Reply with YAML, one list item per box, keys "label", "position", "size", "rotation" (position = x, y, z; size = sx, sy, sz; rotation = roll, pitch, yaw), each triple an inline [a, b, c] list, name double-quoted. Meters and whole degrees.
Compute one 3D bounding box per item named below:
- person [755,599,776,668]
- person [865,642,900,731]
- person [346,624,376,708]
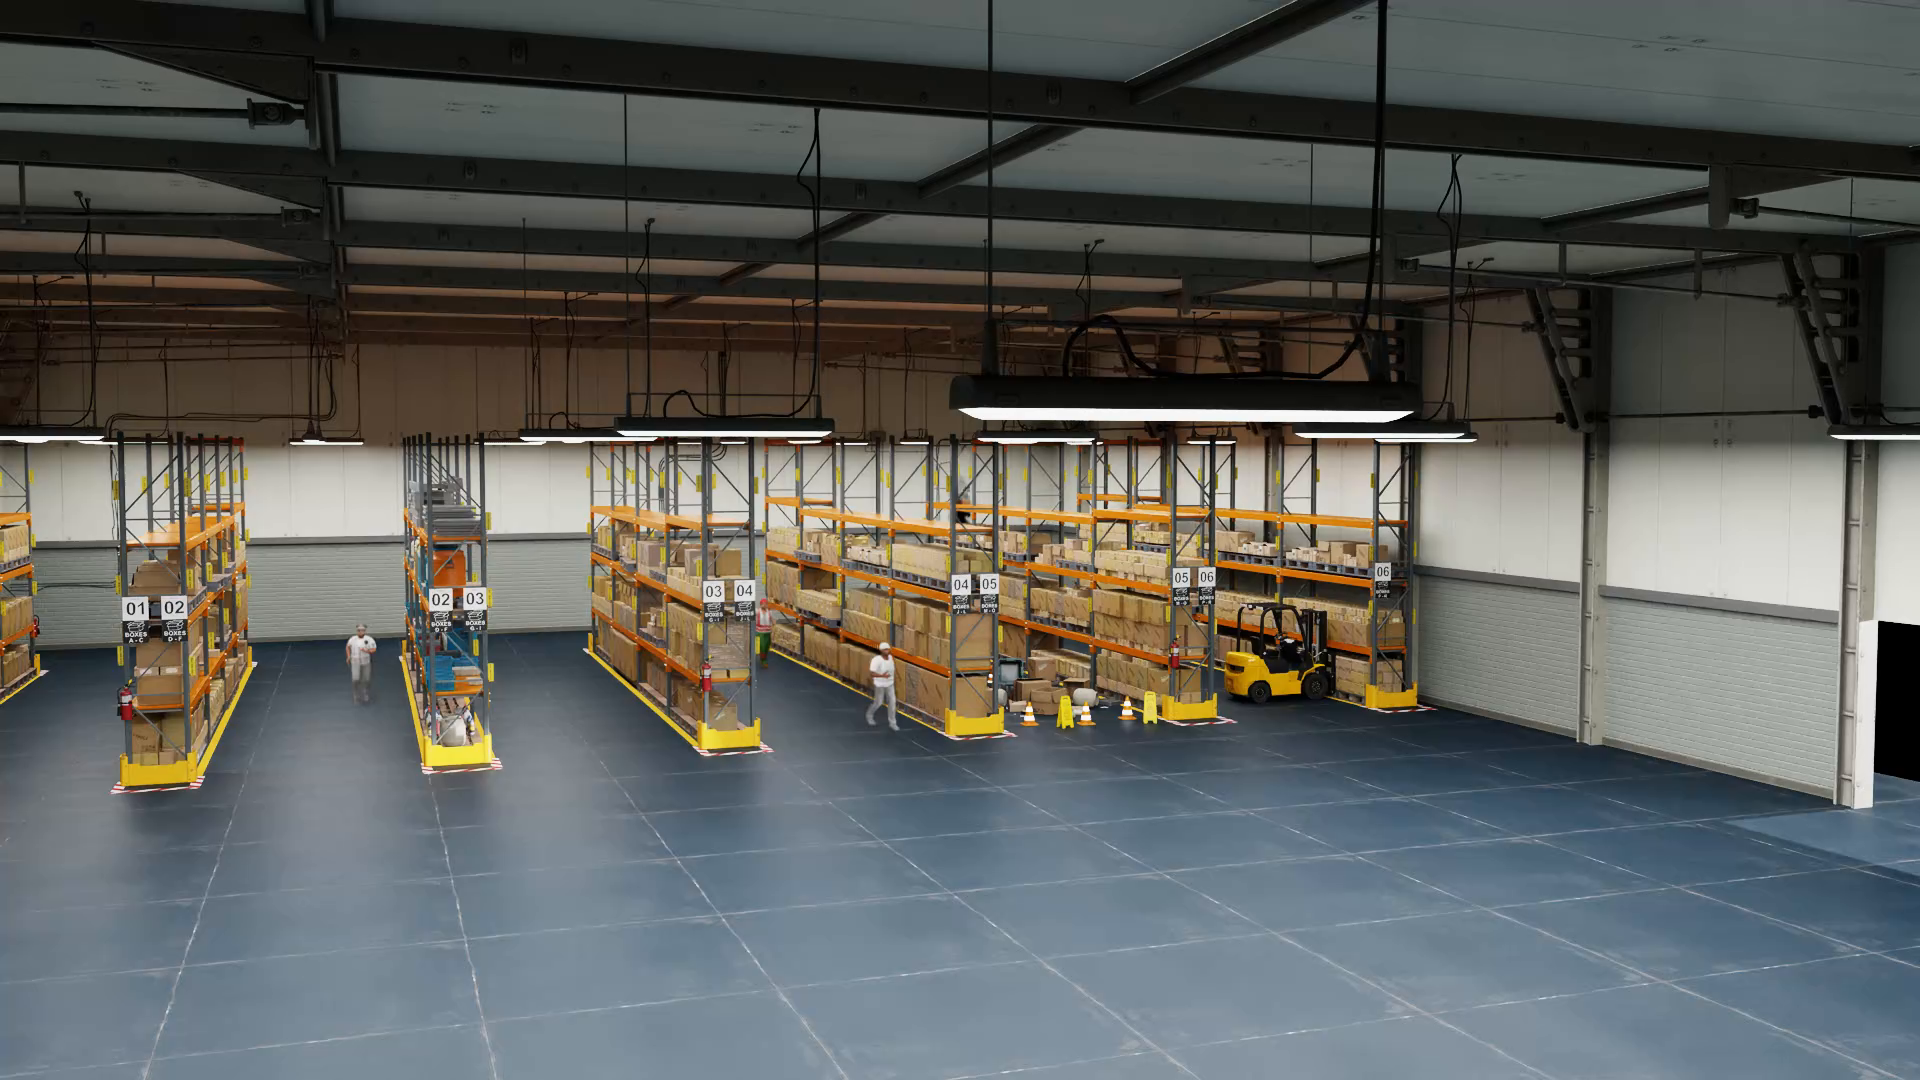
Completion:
- label: "person"
  position: [-5.109, 2.414, 43.335]
  size: [0.673, 1.777, 0.872]
  rotation: [-1, 3, -23]
- label: "person"
  position: [-1.580, 2.950, 33.799]
  size: [0.660, 1.767, 0.984]
  rotation: [-2, 4, -38]
- label: "person"
  position: [-13.344, 2.775, 37.074]
  size: [0.643, 1.833, 0.848]
  rotation: [-1, 3, -17]
